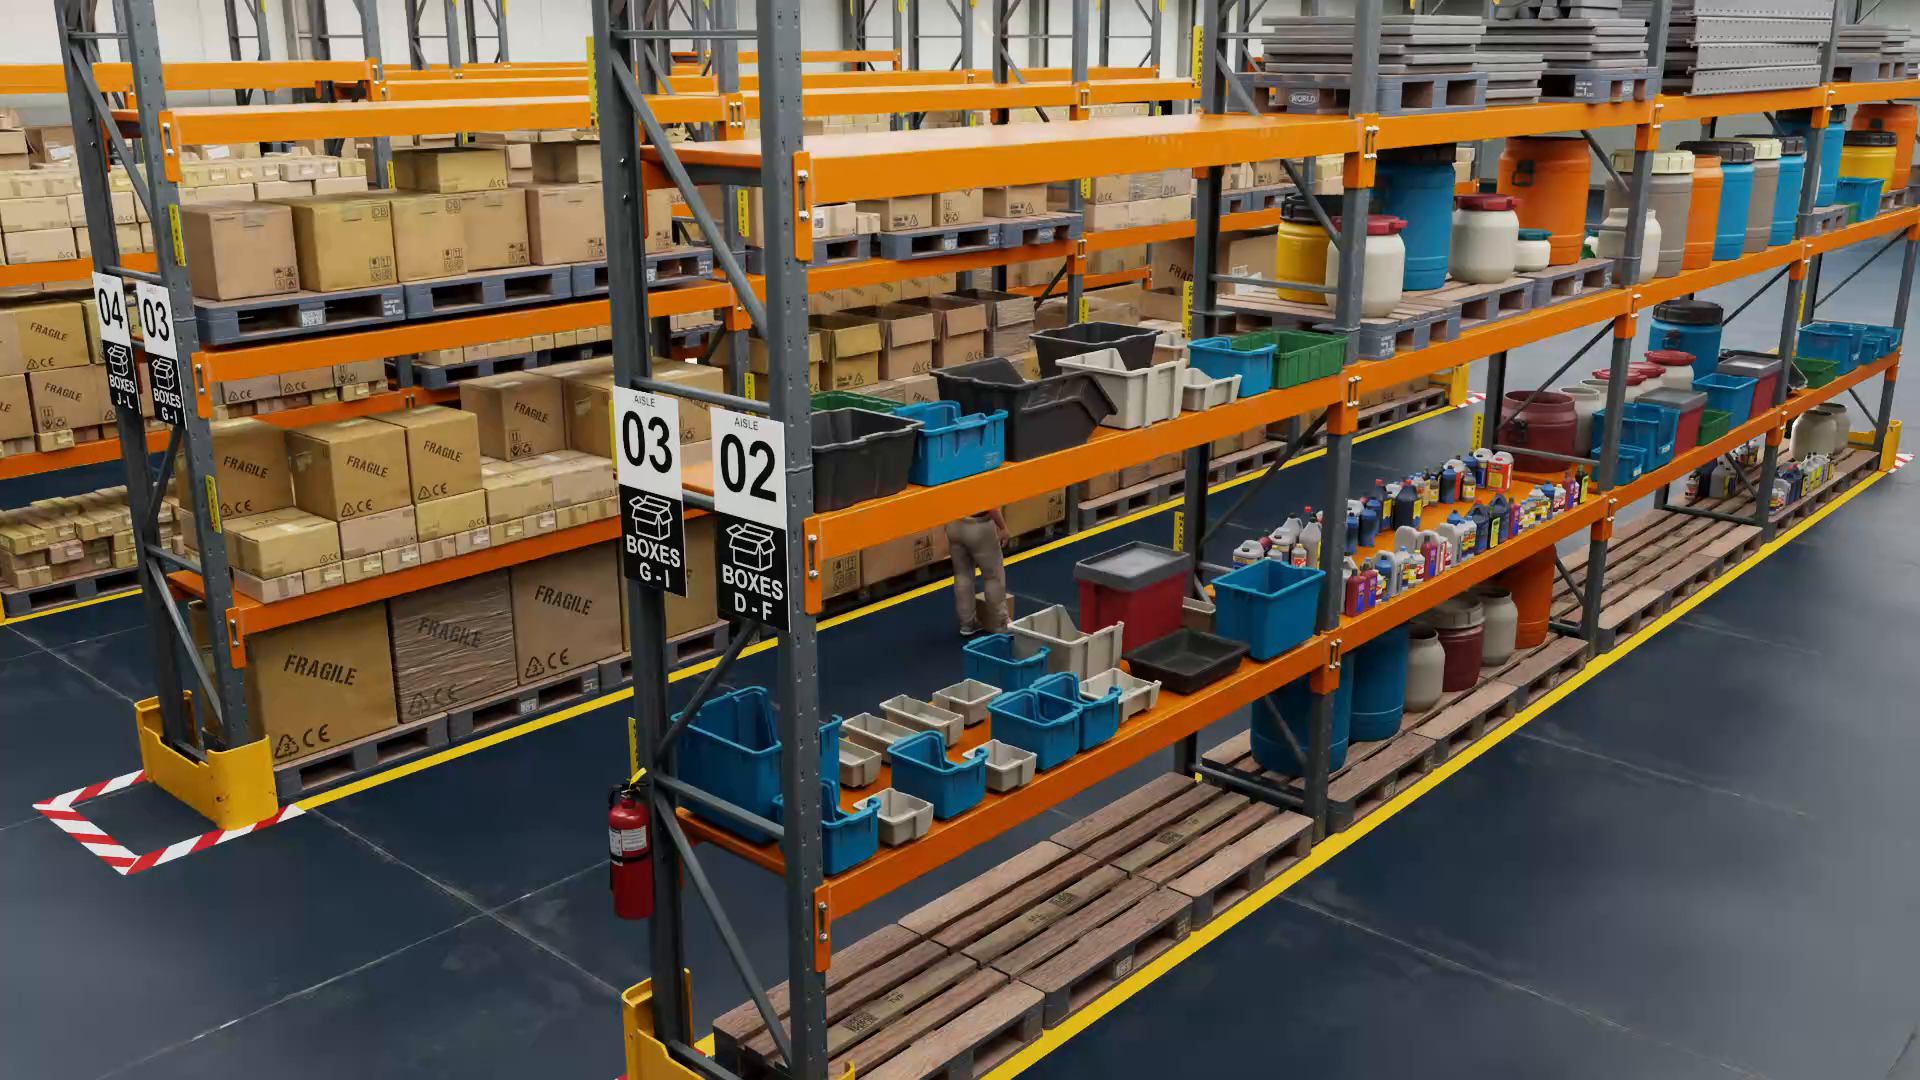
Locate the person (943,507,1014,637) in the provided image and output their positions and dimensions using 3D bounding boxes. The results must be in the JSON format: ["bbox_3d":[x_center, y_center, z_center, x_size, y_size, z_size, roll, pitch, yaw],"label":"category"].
[{"bbox_3d":[0.151,-0.098,12.864,0.640,1.728,0.551,14,21,38],"label":"person"}]
